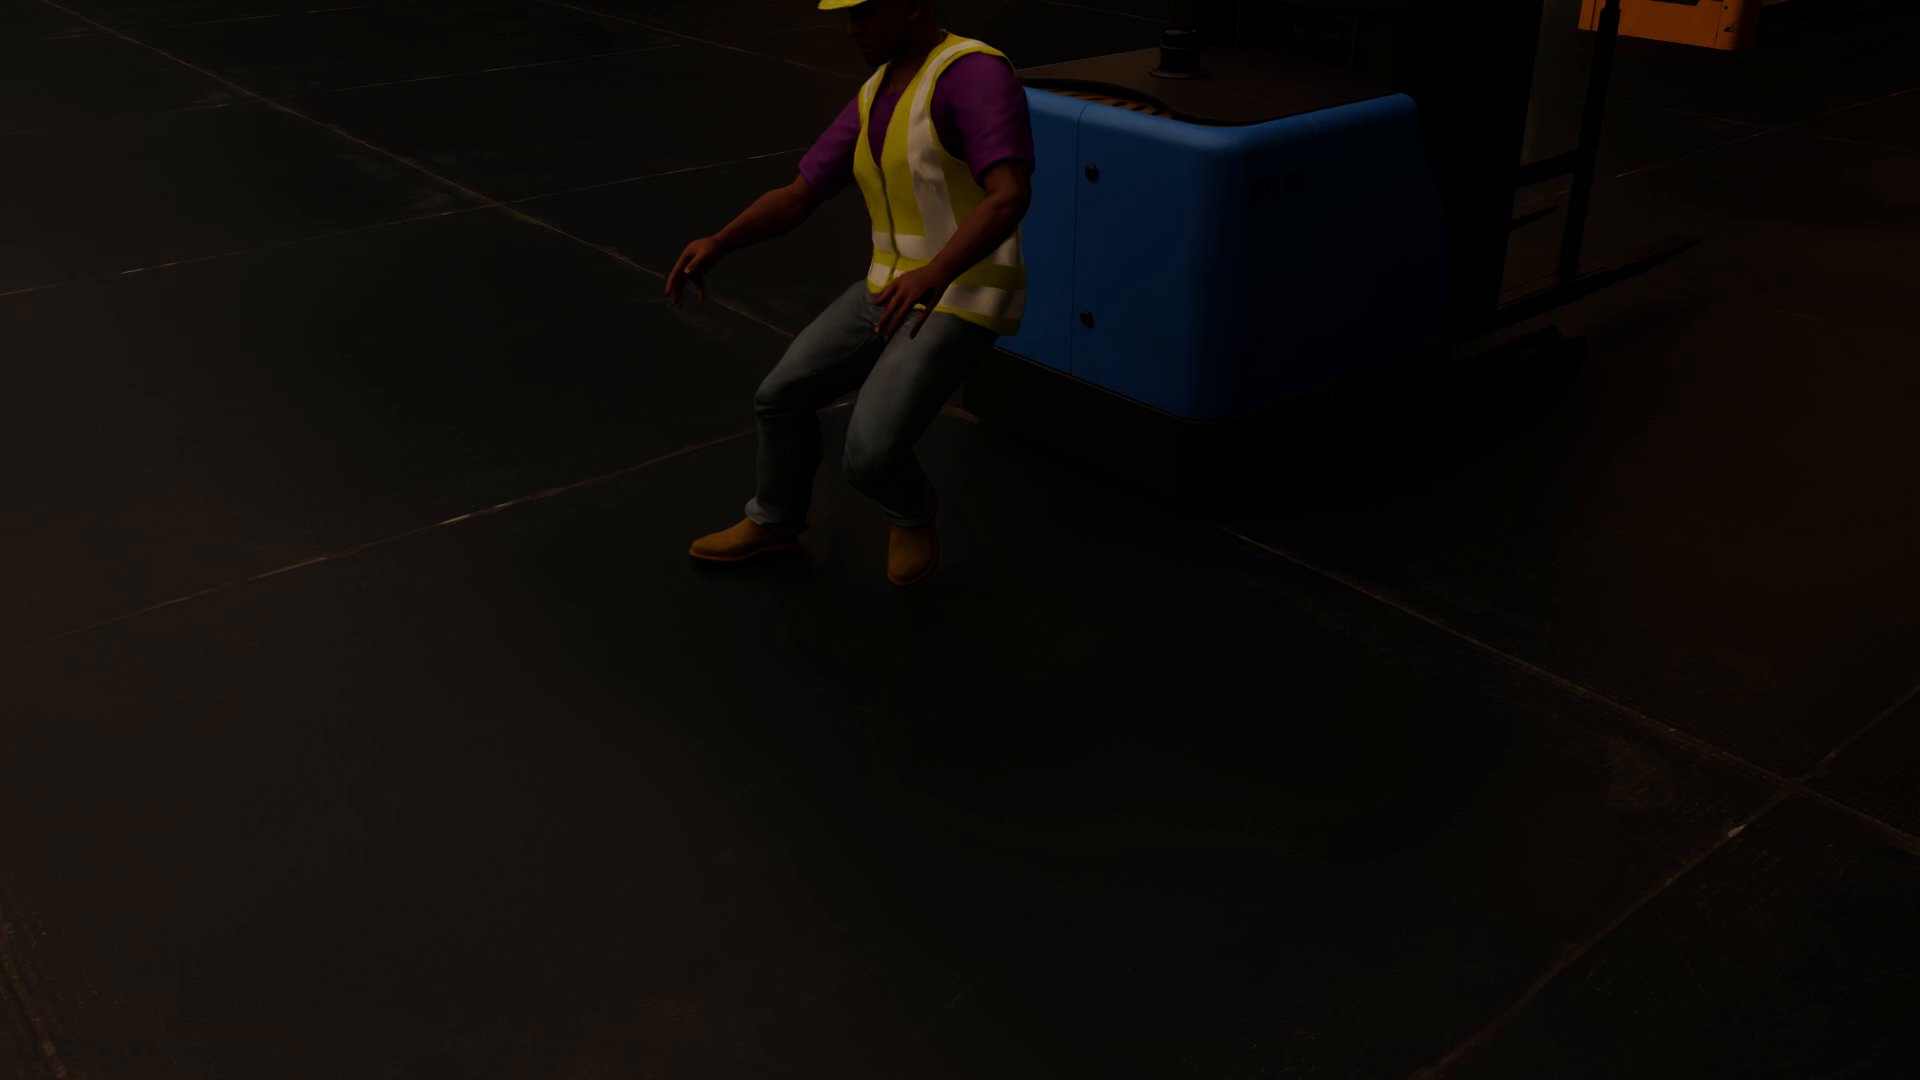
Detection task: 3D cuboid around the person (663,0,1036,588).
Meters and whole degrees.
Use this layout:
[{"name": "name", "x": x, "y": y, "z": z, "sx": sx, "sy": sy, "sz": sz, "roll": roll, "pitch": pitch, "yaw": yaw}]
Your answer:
[{"name": "person", "x": -0.244, "y": -0.575, "z": 3.872, "sx": 0.746, "sy": 1.600, "sz": 0.856, "roll": -16, "pitch": 31, "yaw": -29}]

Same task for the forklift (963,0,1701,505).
[{"name": "forklift", "x": 1.455, "y": -1.940, "z": 5.113, "sx": 3.031, "sy": 2.935, "sz": 1.130, "roll": -21, "pitch": 33, "yaw": -36}]
